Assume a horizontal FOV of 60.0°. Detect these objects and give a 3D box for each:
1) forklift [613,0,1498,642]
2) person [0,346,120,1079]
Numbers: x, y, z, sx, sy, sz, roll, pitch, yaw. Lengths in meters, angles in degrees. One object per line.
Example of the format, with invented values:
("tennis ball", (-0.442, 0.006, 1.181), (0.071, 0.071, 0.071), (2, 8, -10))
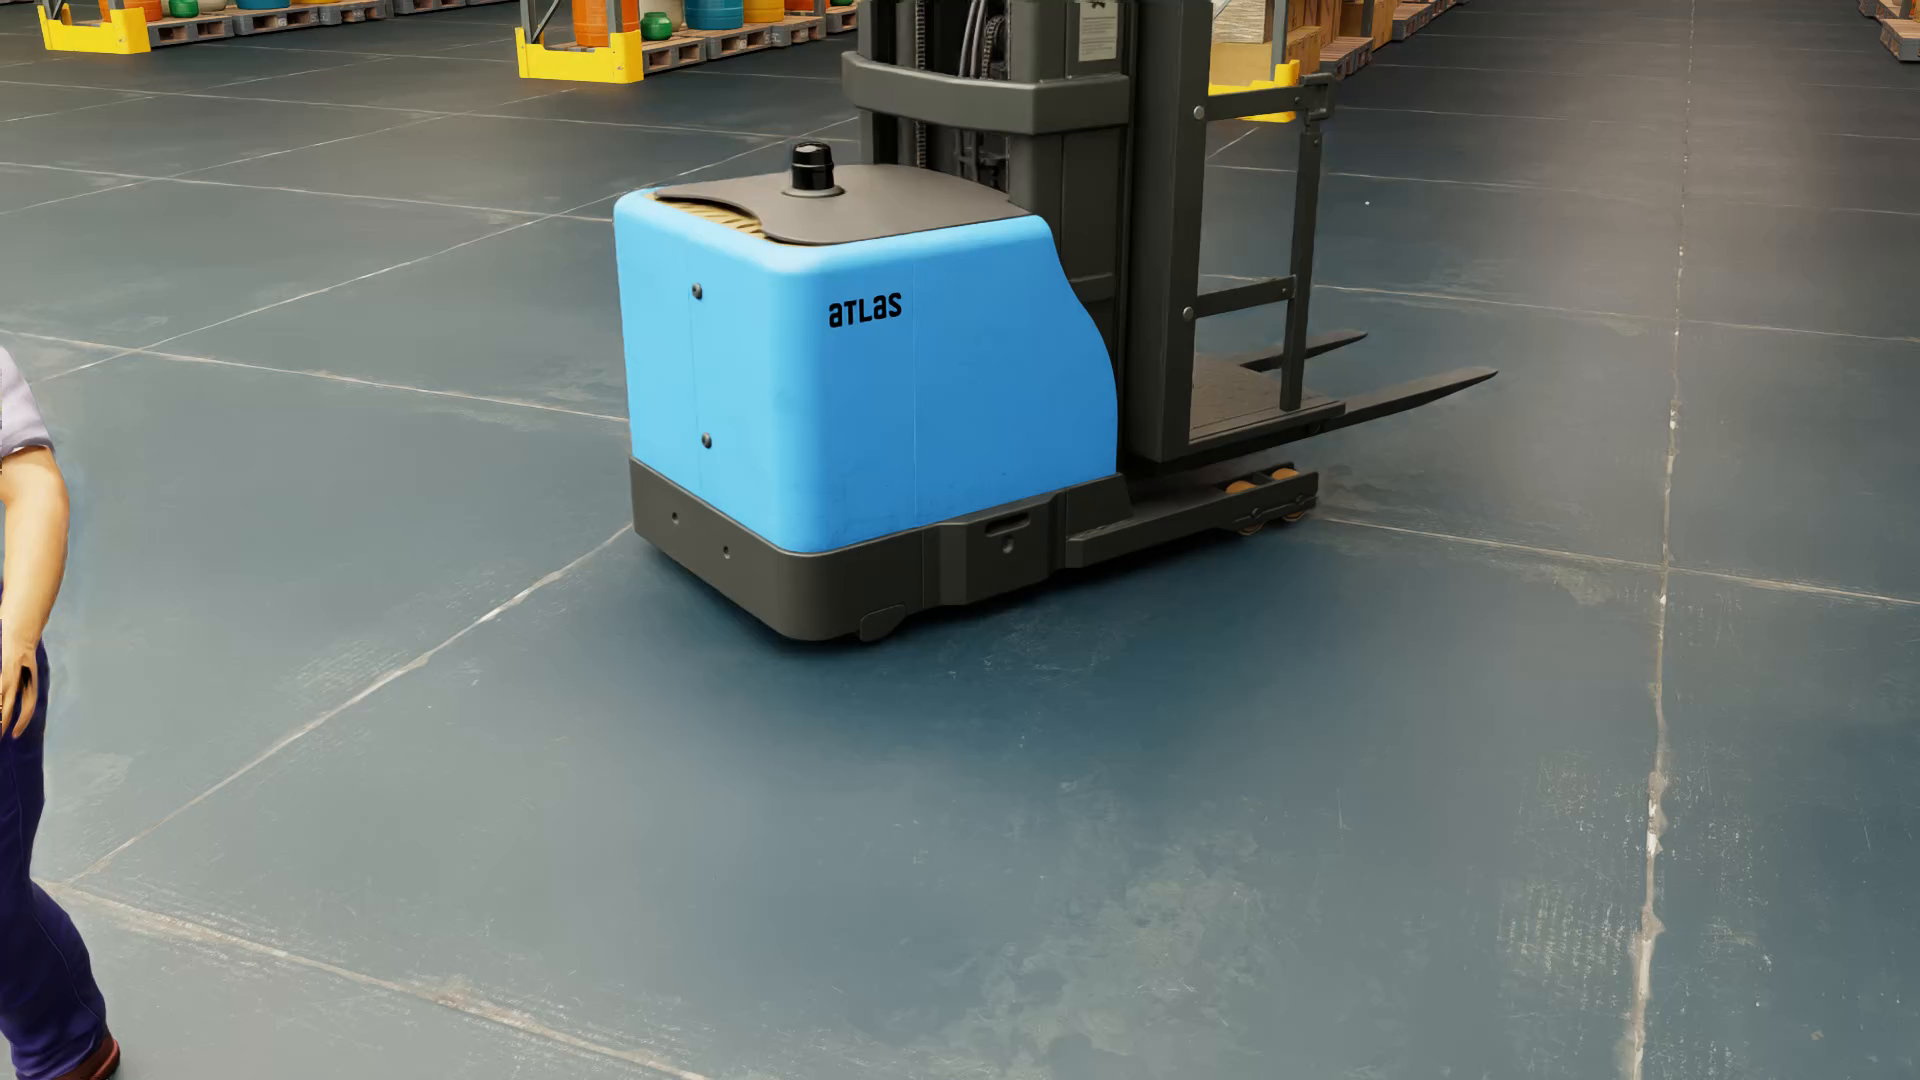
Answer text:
("forklift", (0.511, -1.515, 4.918), (3.031, 2.935, 1.130), (-16, 27, -33))
("person", (-1.621, 0.265, 2.433), (0.880, 1.680, 0.491), (4, 23, 9))
